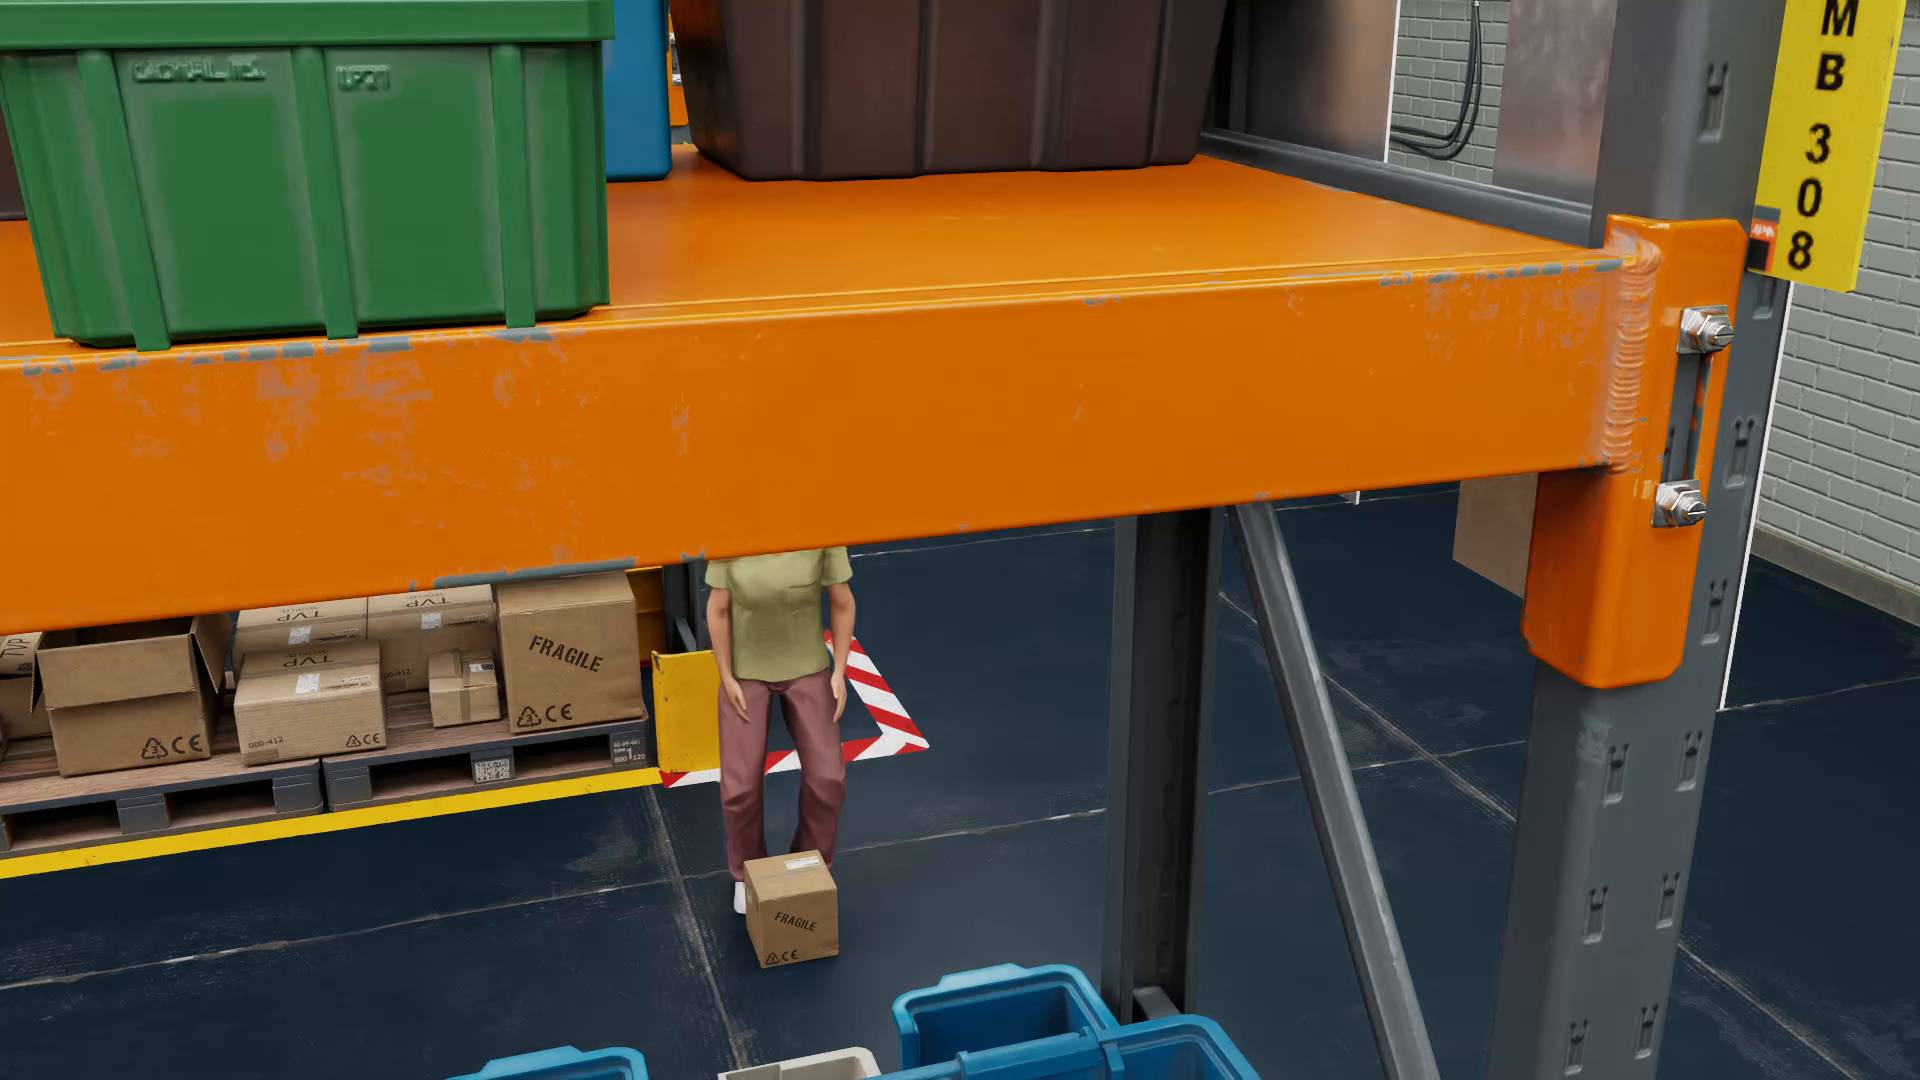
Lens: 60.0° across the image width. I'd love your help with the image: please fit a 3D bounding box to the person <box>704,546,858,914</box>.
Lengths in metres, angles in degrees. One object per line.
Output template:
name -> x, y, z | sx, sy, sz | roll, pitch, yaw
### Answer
person -> -0.569, 0.468, 5.402 | 0.486, 1.574, 0.467 | -3, 20, -8
